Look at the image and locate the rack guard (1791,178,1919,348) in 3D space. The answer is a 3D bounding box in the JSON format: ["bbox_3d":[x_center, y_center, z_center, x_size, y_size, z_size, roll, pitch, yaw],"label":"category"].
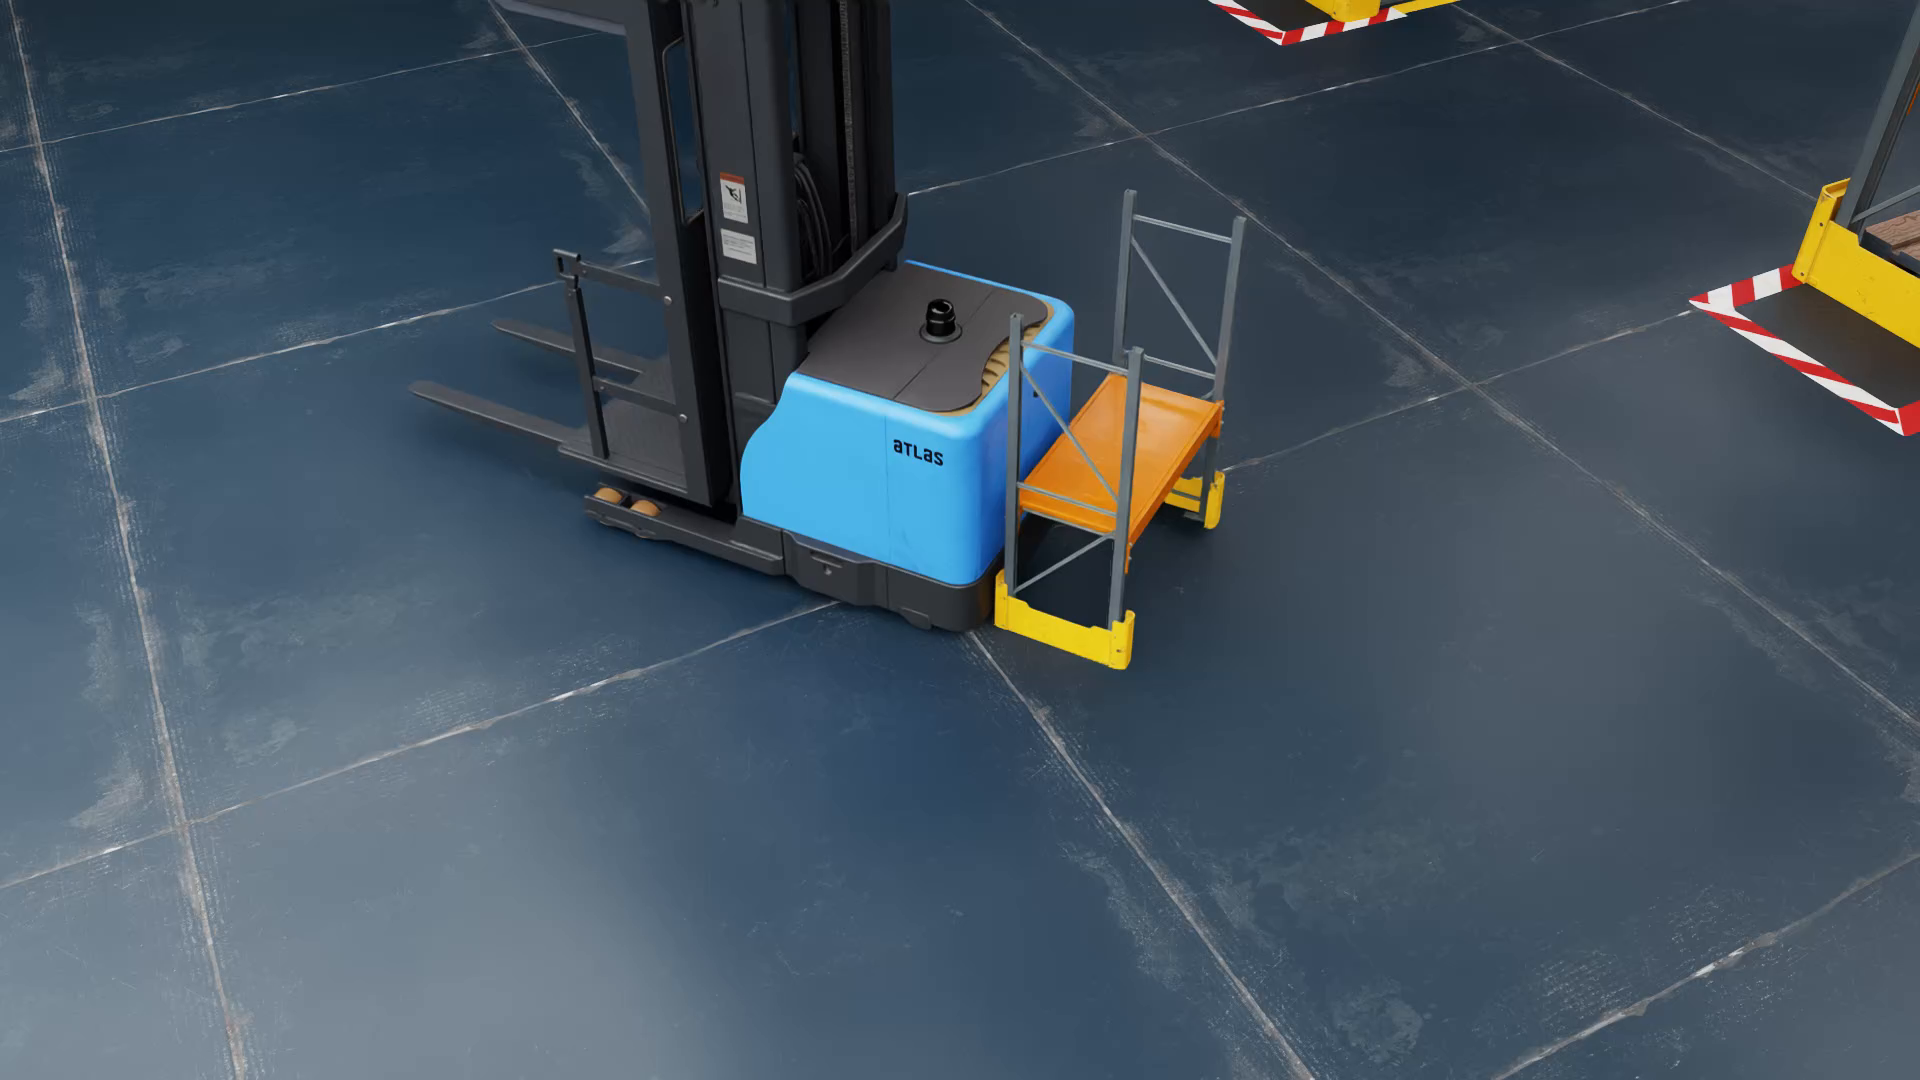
[{"bbox_3d":[4.869,-1.349,8.456,0.348,0.500,1.175,-19,44,-21],"label":"rack guard"}]

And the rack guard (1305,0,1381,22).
[{"bbox_3d":[2.517,-4.131,11.744,0.348,0.500,1.175,-19,44,-21],"label":"rack guard"}]

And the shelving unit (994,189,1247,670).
[{"bbox_3d":[0.644,-0.445,6.615,0.587,1.500,1.083,19,44,21],"label":"shelving unit"}]

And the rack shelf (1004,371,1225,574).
[{"bbox_3d":[0.639,-0.302,6.725,0.538,0.185,1.000,19,44,21],"label":"rack shelf"}]

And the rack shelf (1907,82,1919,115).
[{"bbox_3d":[6.597,-2.575,8.528,4.000,0.370,1.077,-19,44,-21],"label":"rack shelf"}]

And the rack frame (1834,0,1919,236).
[{"bbox_3d":[4.823,-2.253,7.590,0.127,3.000,1.000,-19,44,-21],"label":"rack frame"}]

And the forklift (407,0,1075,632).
[{"bbox_3d":[-1.074,-1.411,6.649,3.031,2.935,1.130,18,43,20],"label":"forklift"}]

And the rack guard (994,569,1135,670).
[{"bbox_3d":[0.413,0.318,6.681,0.587,0.250,0.087,19,44,21],"label":"rack guard"}]

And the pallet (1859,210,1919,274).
[{"bbox_3d":[5.592,-1.478,8.832,1.213,0.211,1.003,-19,44,-21],"label":"pallet"}]

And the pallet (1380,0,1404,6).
[{"bbox_3d":[3.197,-4.281,12.143,1.213,0.211,1.003,-19,44,-21],"label":"pallet"}]

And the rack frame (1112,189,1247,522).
[{"bbox_3d":[0.875,-0.731,6.952,0.500,1.500,0.032,19,44,21],"label":"rack frame"}]

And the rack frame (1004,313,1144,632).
[{"bbox_3d":[0.404,-0.148,6.264,0.500,1.500,0.032,19,44,21],"label":"rack frame"}]

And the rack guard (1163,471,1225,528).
[{"bbox_3d":[0.874,-0.253,7.355,0.587,0.250,0.087,19,44,21],"label":"rack guard"}]
